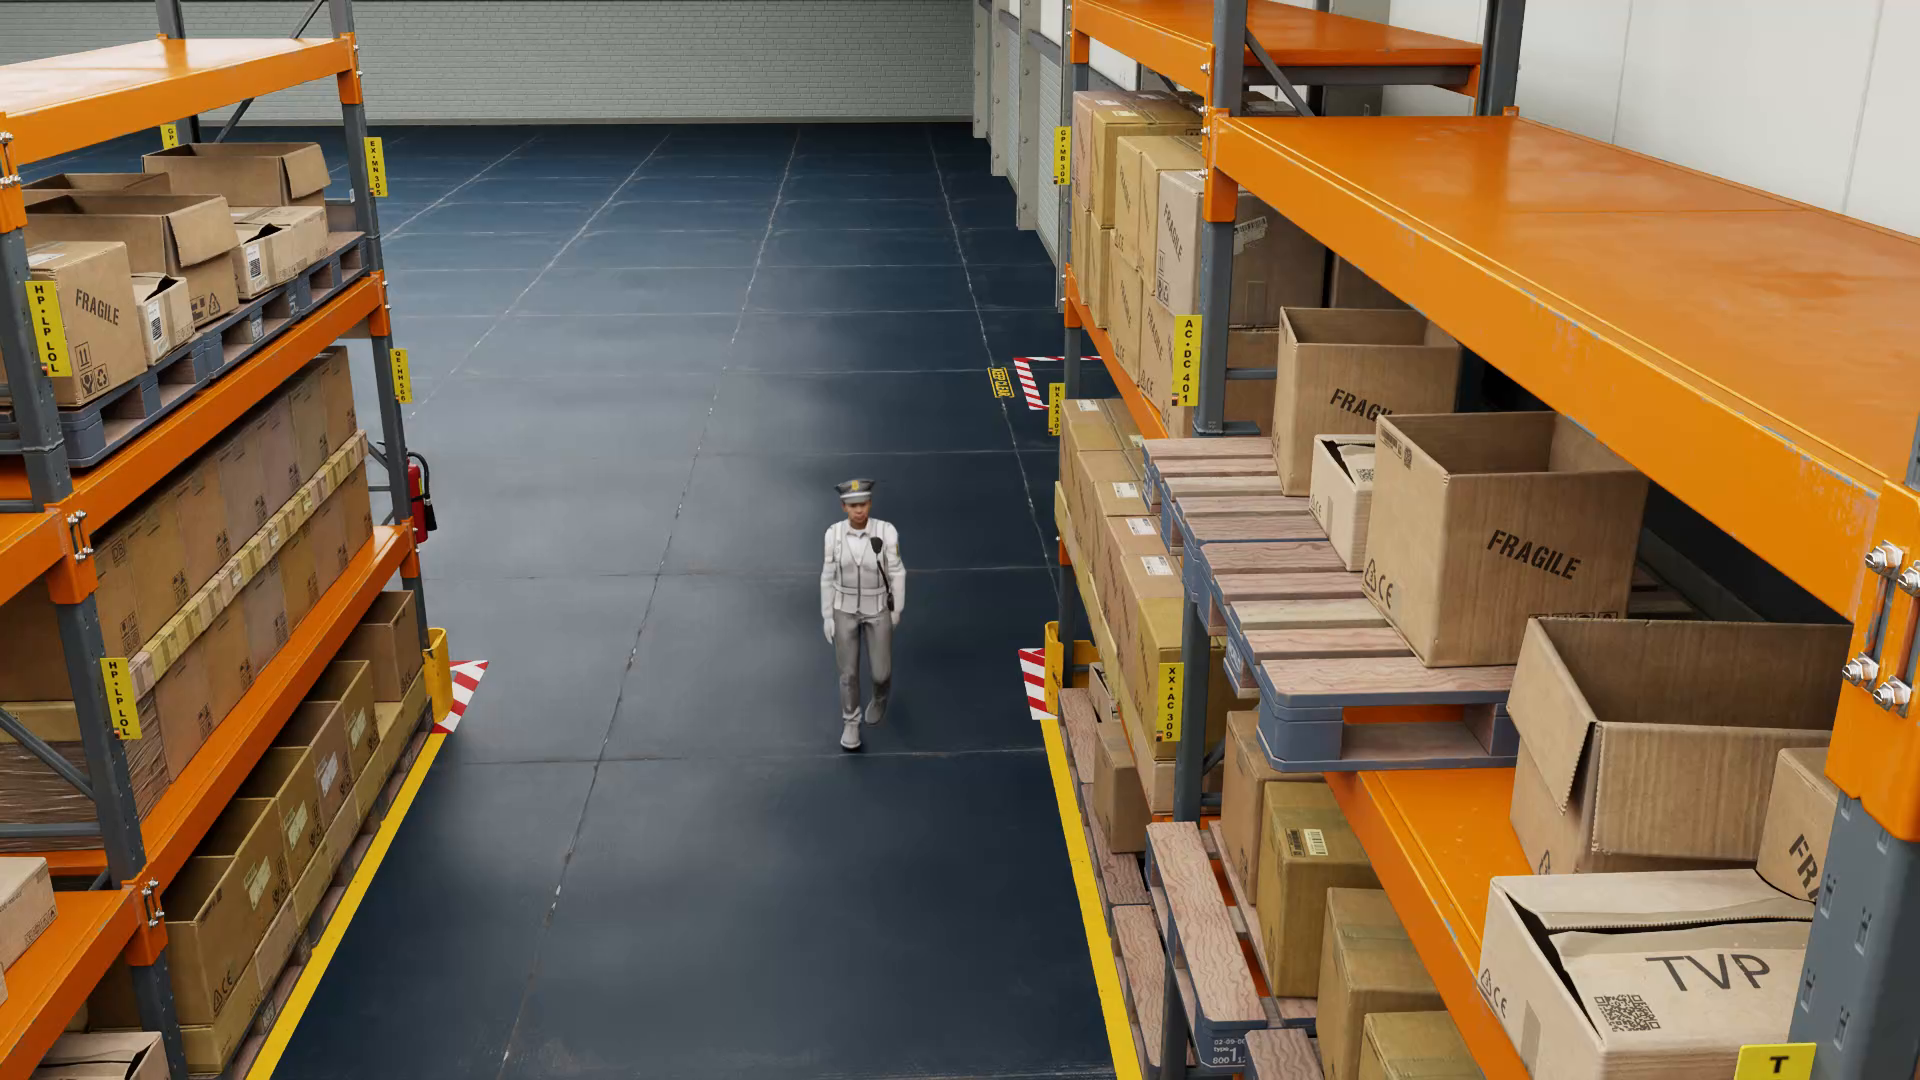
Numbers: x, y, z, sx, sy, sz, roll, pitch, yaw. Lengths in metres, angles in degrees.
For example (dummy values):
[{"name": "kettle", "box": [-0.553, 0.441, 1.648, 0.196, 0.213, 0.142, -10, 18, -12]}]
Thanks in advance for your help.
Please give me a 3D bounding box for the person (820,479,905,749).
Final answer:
[{"name": "person", "box": [-0.572, 0.408, 9.885, 0.499, 1.683, 0.463, 2, 21, 4]}]
